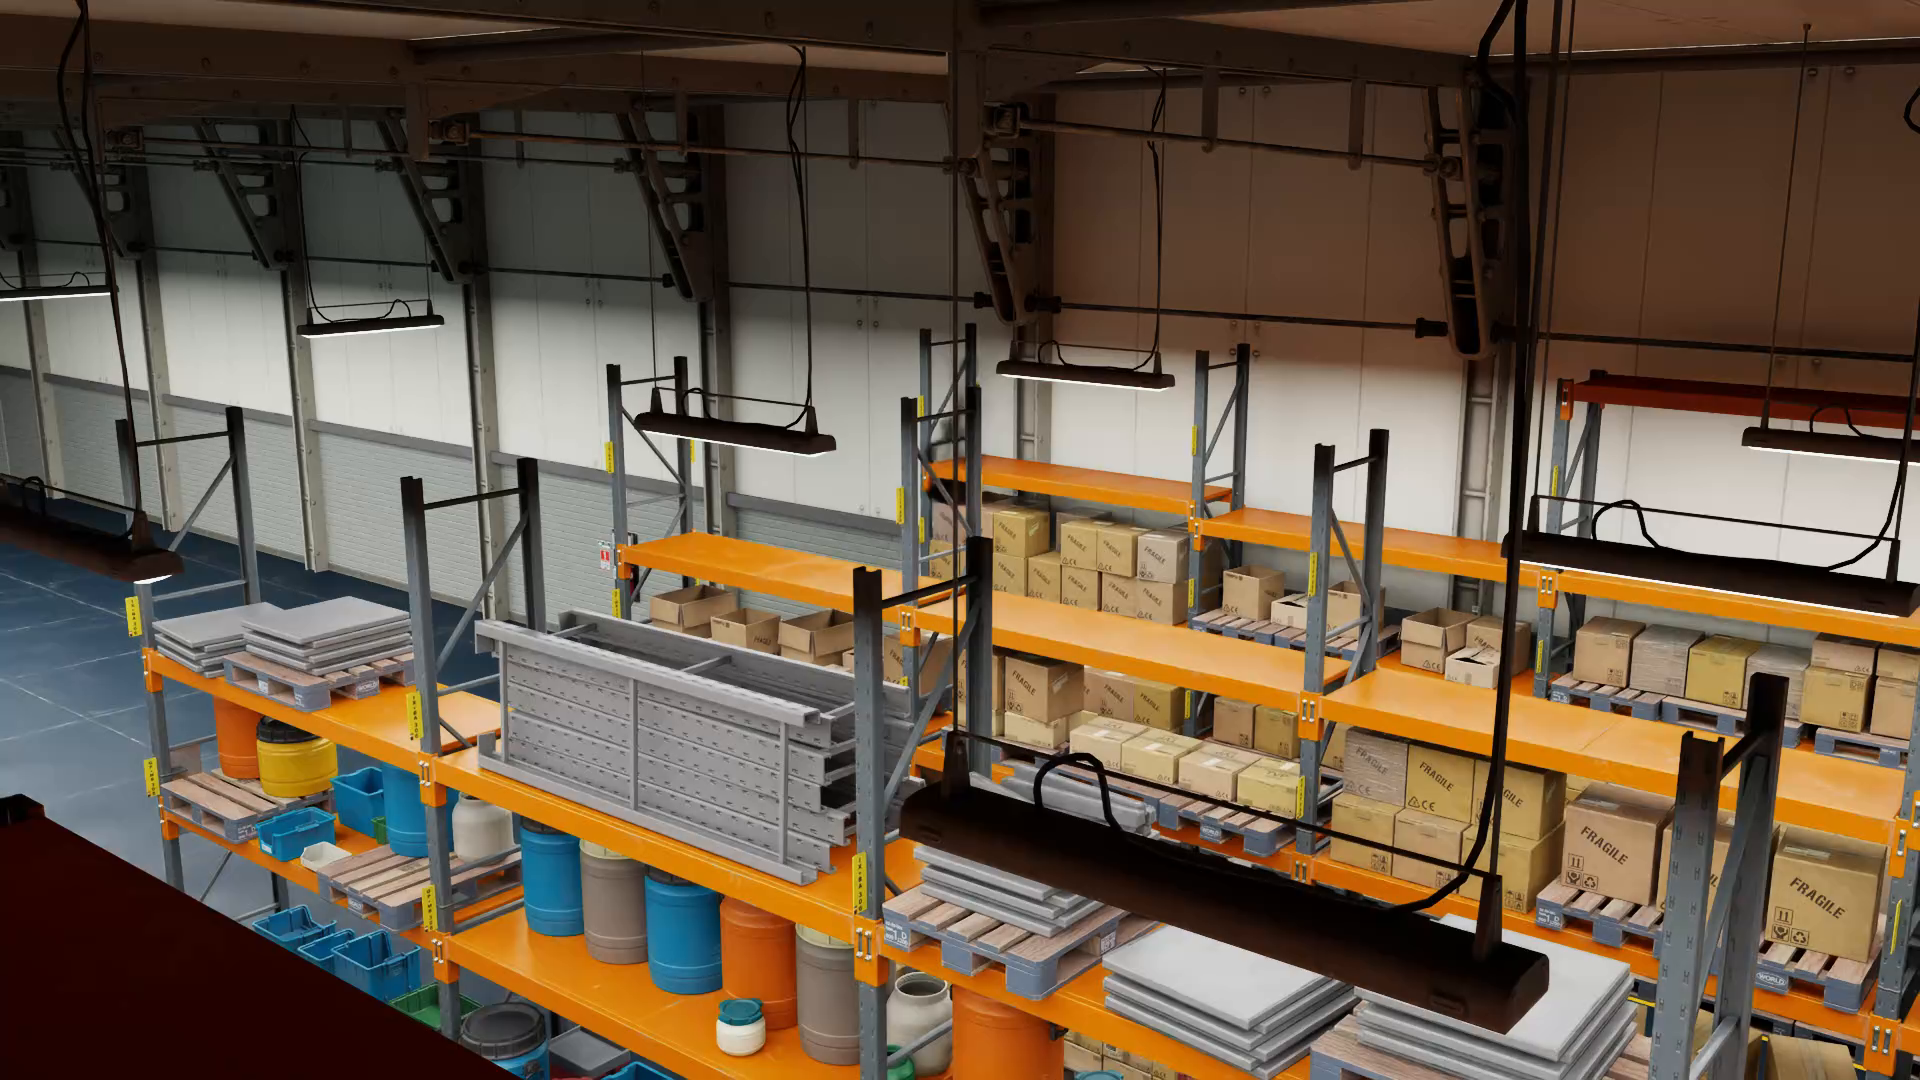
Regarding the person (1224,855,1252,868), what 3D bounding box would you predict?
[{"bbox_3d":[2.695,3.639,16.370,0.723,1.654,0.625,8,15,31],"label":"person"}]
